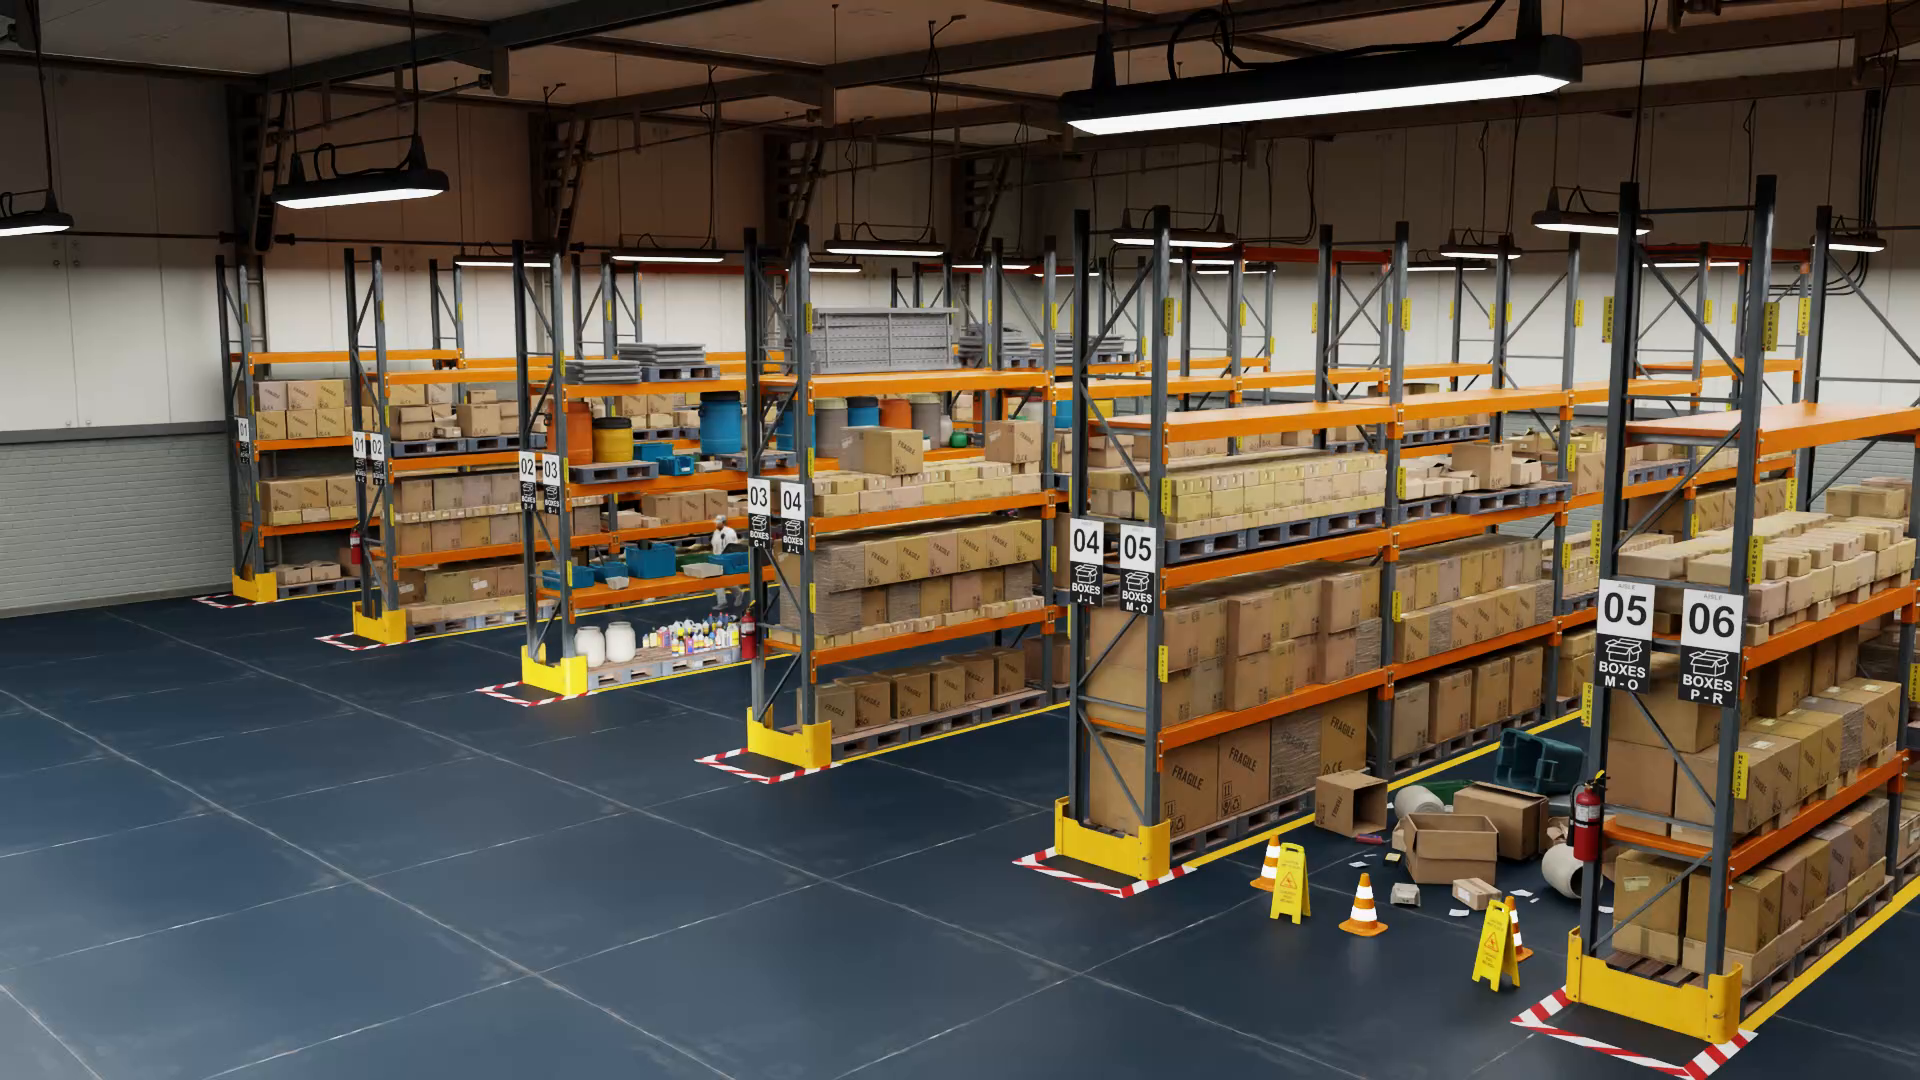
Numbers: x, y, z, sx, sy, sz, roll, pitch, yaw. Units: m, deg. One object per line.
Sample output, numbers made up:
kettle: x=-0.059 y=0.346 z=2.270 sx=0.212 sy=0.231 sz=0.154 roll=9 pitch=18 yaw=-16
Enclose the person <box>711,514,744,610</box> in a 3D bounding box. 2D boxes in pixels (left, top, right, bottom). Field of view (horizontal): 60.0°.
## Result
person: x=-3.980 y=0.368 z=28.271 sx=0.571 sy=1.647 sz=0.555 roll=7 pitch=10 yaw=39
